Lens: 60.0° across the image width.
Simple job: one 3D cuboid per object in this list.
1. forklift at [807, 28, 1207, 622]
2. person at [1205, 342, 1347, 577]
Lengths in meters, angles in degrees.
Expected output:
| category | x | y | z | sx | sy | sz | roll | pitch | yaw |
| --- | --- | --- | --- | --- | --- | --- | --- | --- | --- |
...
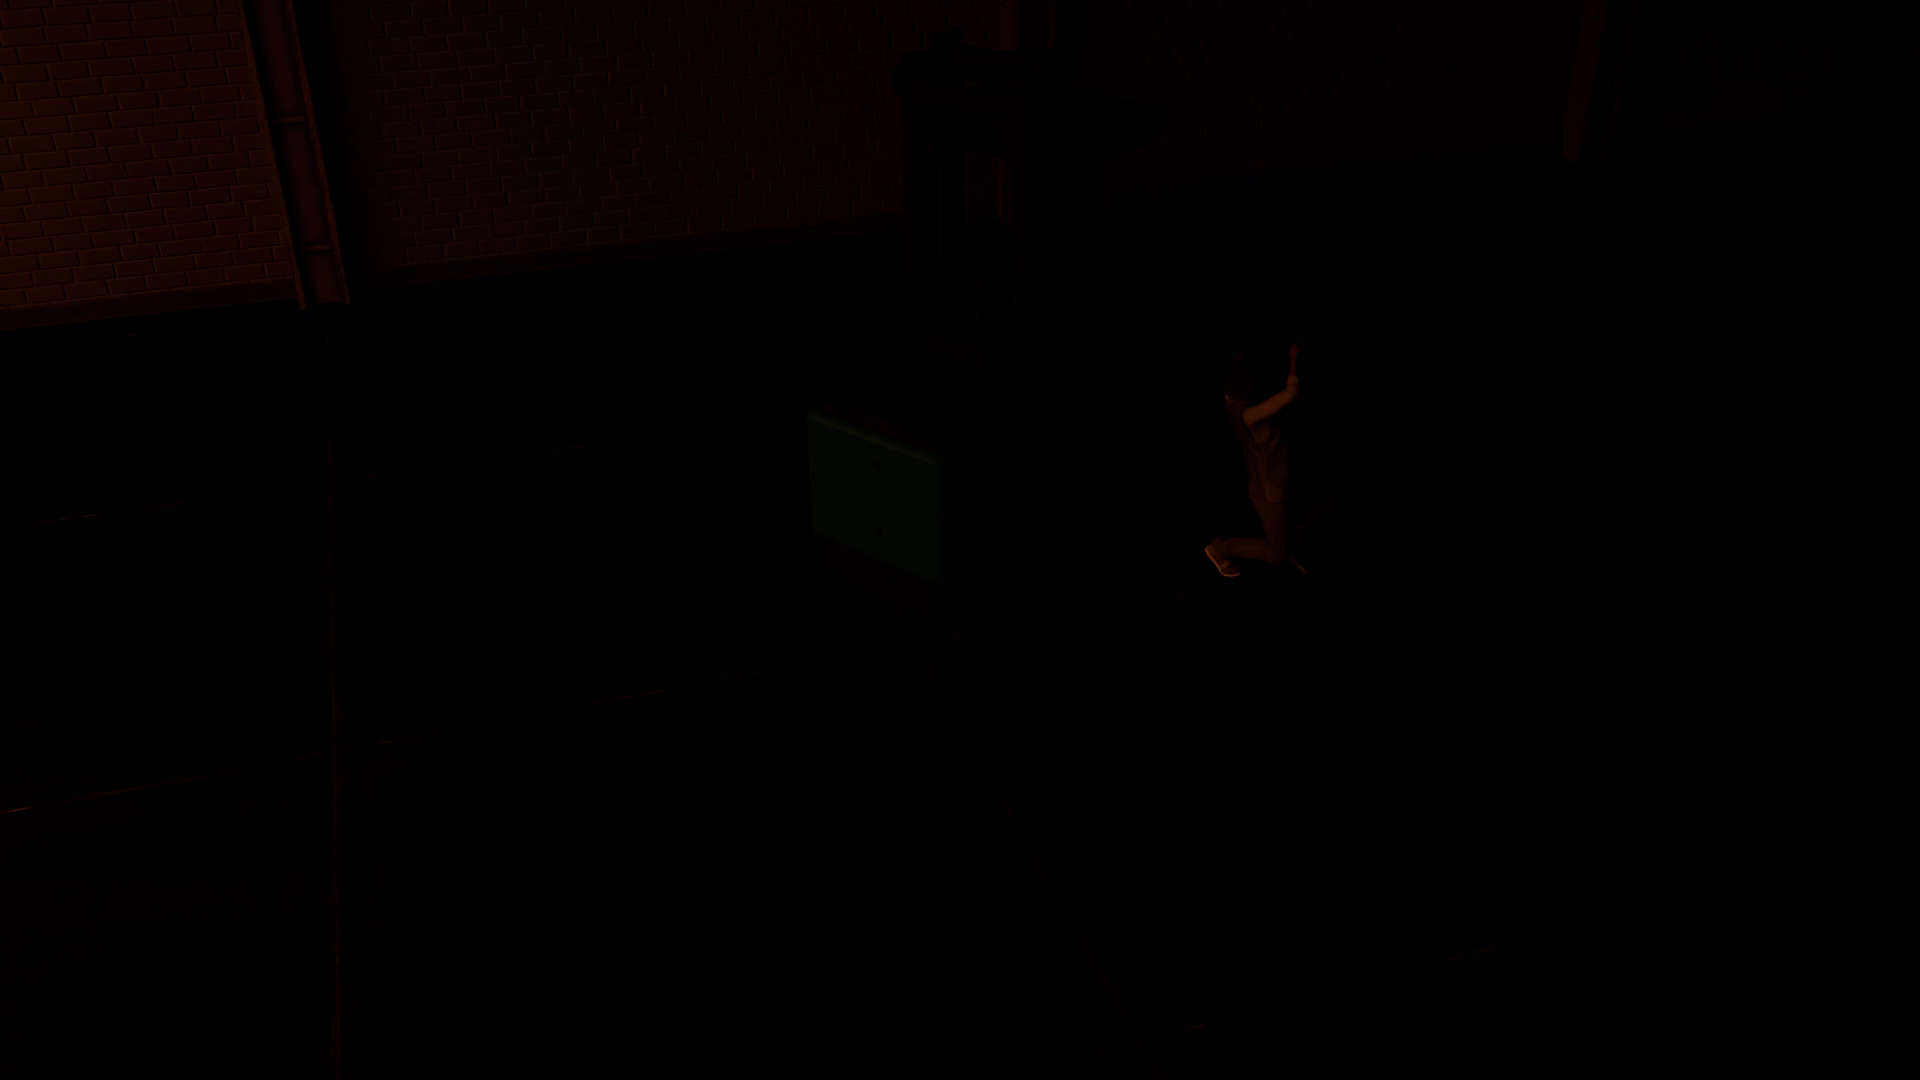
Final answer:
| category | x | y | z | sx | sy | sz | roll | pitch | yaw |
| --- | --- | --- | --- | --- | --- | --- | --- | --- | --- |
| forklift | 0.452 | -1.488 | 9.674 | 1.130 | 2.935 | 3.031 | 22 | 36 | 33 |
| person | 1.844 | -0.511 | 9.503 | 0.764 | 1.438 | 0.945 | 6 | 30 | 11 |
